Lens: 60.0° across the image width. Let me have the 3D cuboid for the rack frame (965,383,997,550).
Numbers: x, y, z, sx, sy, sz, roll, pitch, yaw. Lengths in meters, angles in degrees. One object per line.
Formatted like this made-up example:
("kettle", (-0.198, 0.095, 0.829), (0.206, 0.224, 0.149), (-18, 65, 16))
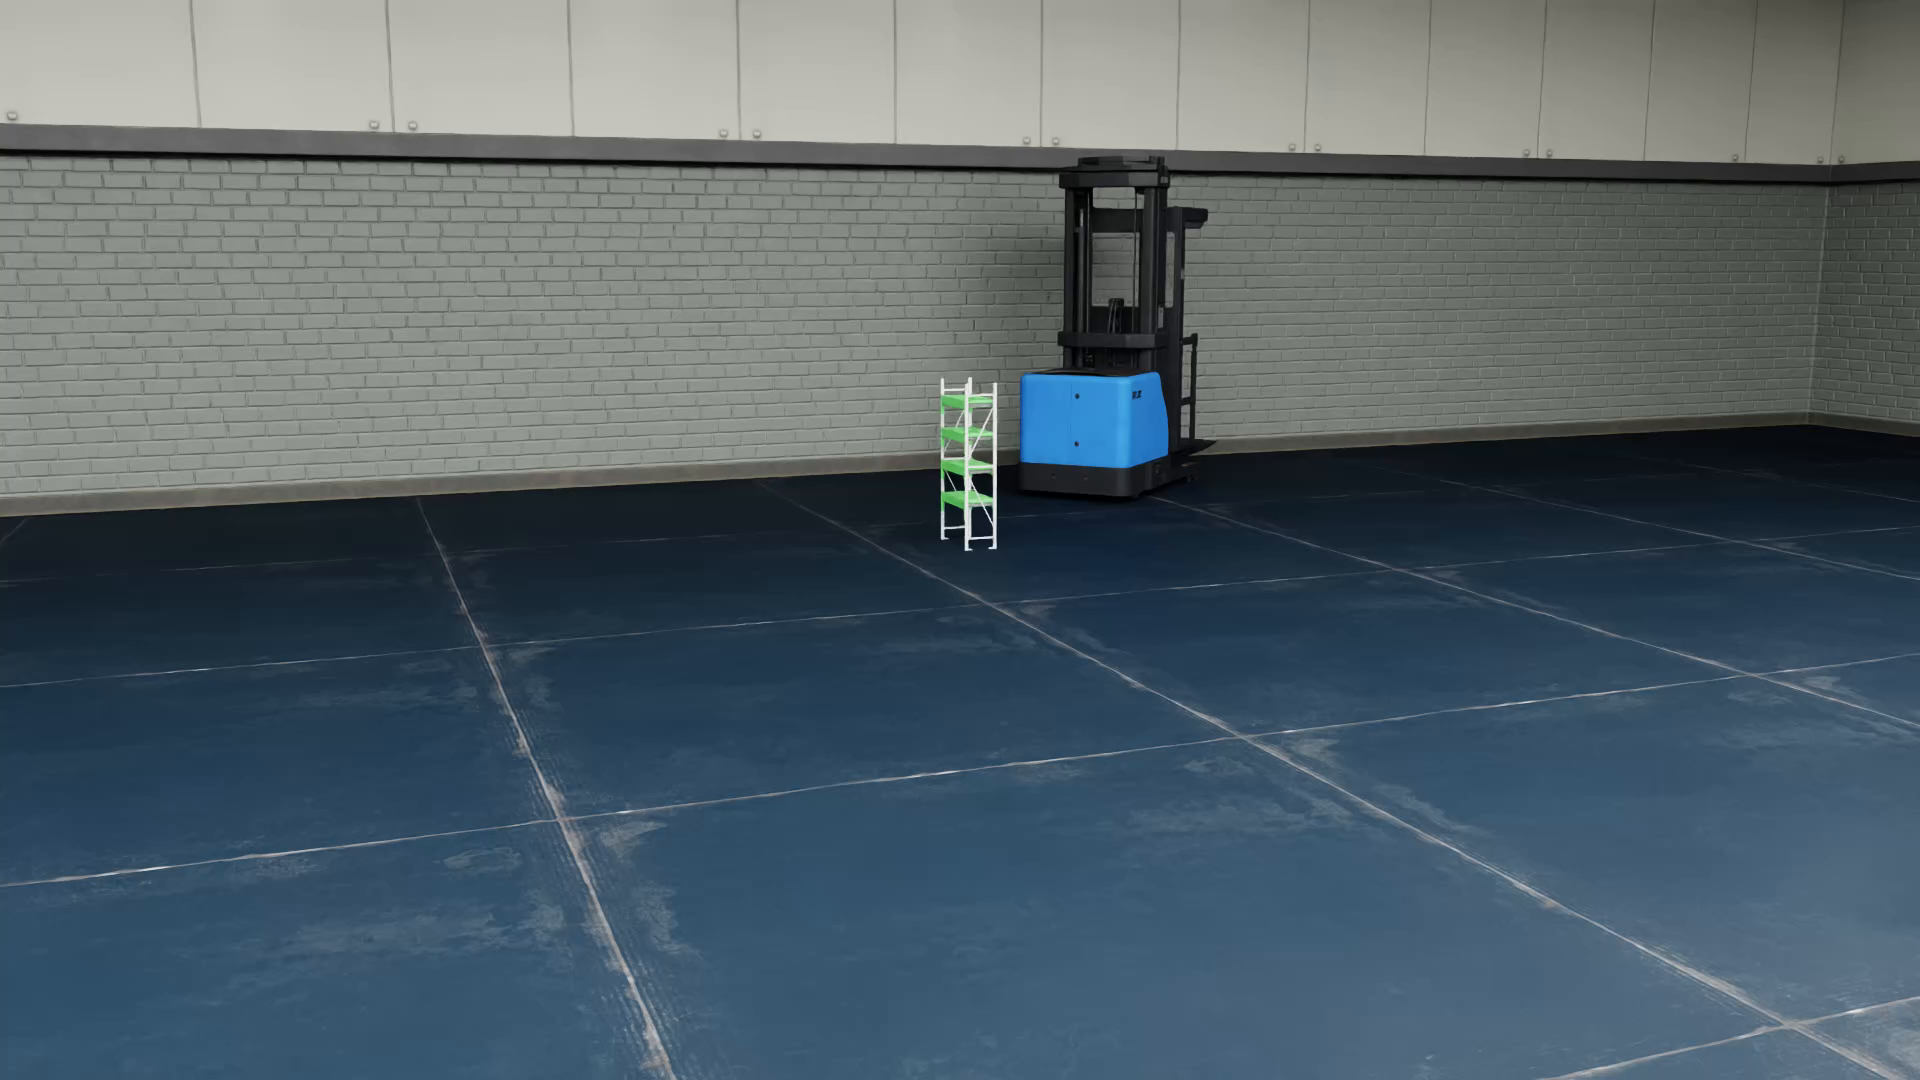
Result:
("rack frame", (0.148, -0.524, 11.939), (0.240, 1.200, 0.015), (-4, 11, -21))

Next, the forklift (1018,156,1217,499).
("forklift", (1.613, -2.013, 15.366), (1.130, 2.935, 3.031), (5, 11, 26))

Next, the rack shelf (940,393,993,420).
("rack shelf", (0.060, -0.973, 12.090), (0.258, 0.148, 0.480), (-4, 11, -21))

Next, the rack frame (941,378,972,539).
("rack frame", (-0.028, -0.604, 12.387), (0.240, 1.200, 0.015), (-4, 11, -21))

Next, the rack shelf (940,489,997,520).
("rack shelf", (0.060, -0.265, 12.216), (0.258, 0.148, 0.480), (-4, 11, -21))

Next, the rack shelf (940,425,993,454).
("rack shelf", (0.060, -0.737, 12.132), (0.258, 0.148, 0.480), (-4, 11, -21))

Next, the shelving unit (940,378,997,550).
("shelving unit", (0.060, -0.564, 12.163), (0.258, 1.200, 0.503), (-4, 11, -21))

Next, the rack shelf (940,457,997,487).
("rack shelf", (0.060, -0.501, 12.174), (0.258, 0.148, 0.480), (-4, 11, -21))
